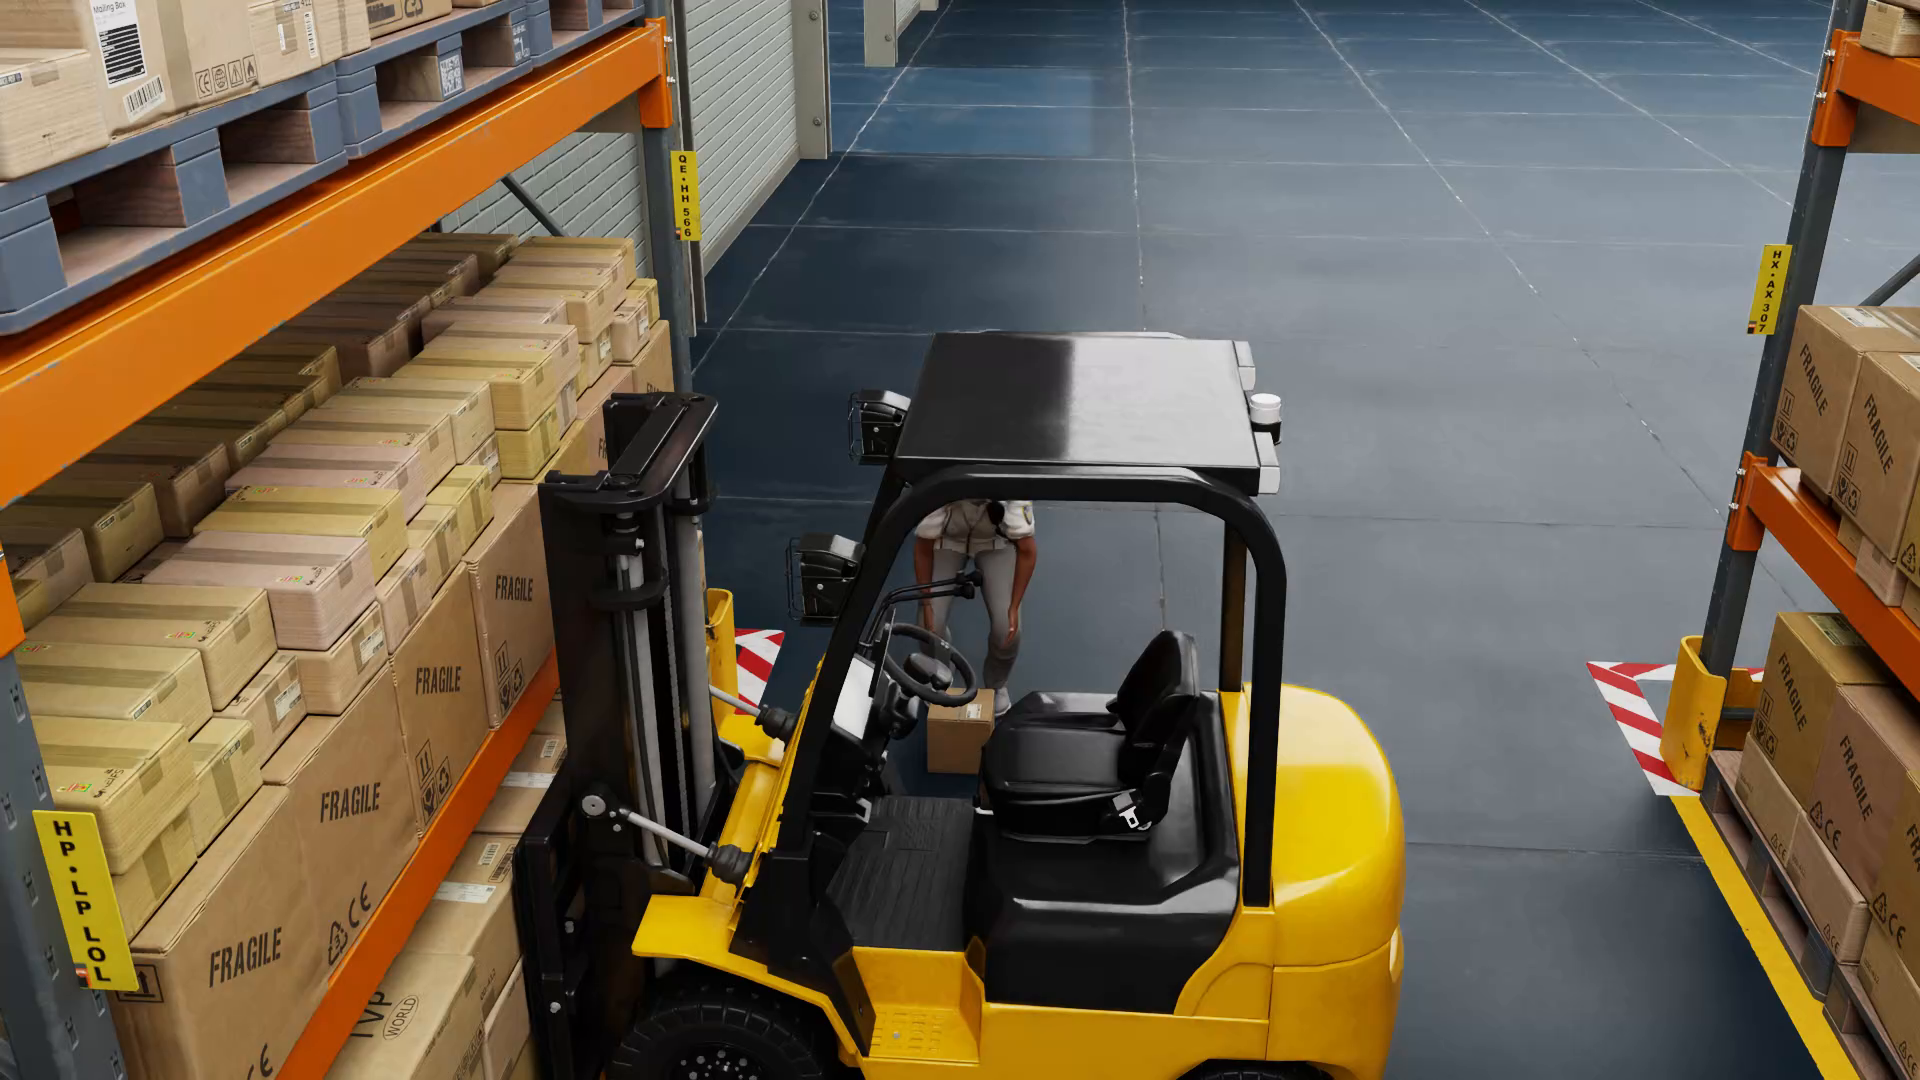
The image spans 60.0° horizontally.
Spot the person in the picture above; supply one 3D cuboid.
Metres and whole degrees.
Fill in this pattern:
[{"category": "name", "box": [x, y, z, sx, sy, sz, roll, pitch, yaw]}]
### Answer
[{"category": "person", "box": [0.067, 0.121, 6.783, 0.496, 1.303, 0.738, 2, 25, 4]}]
